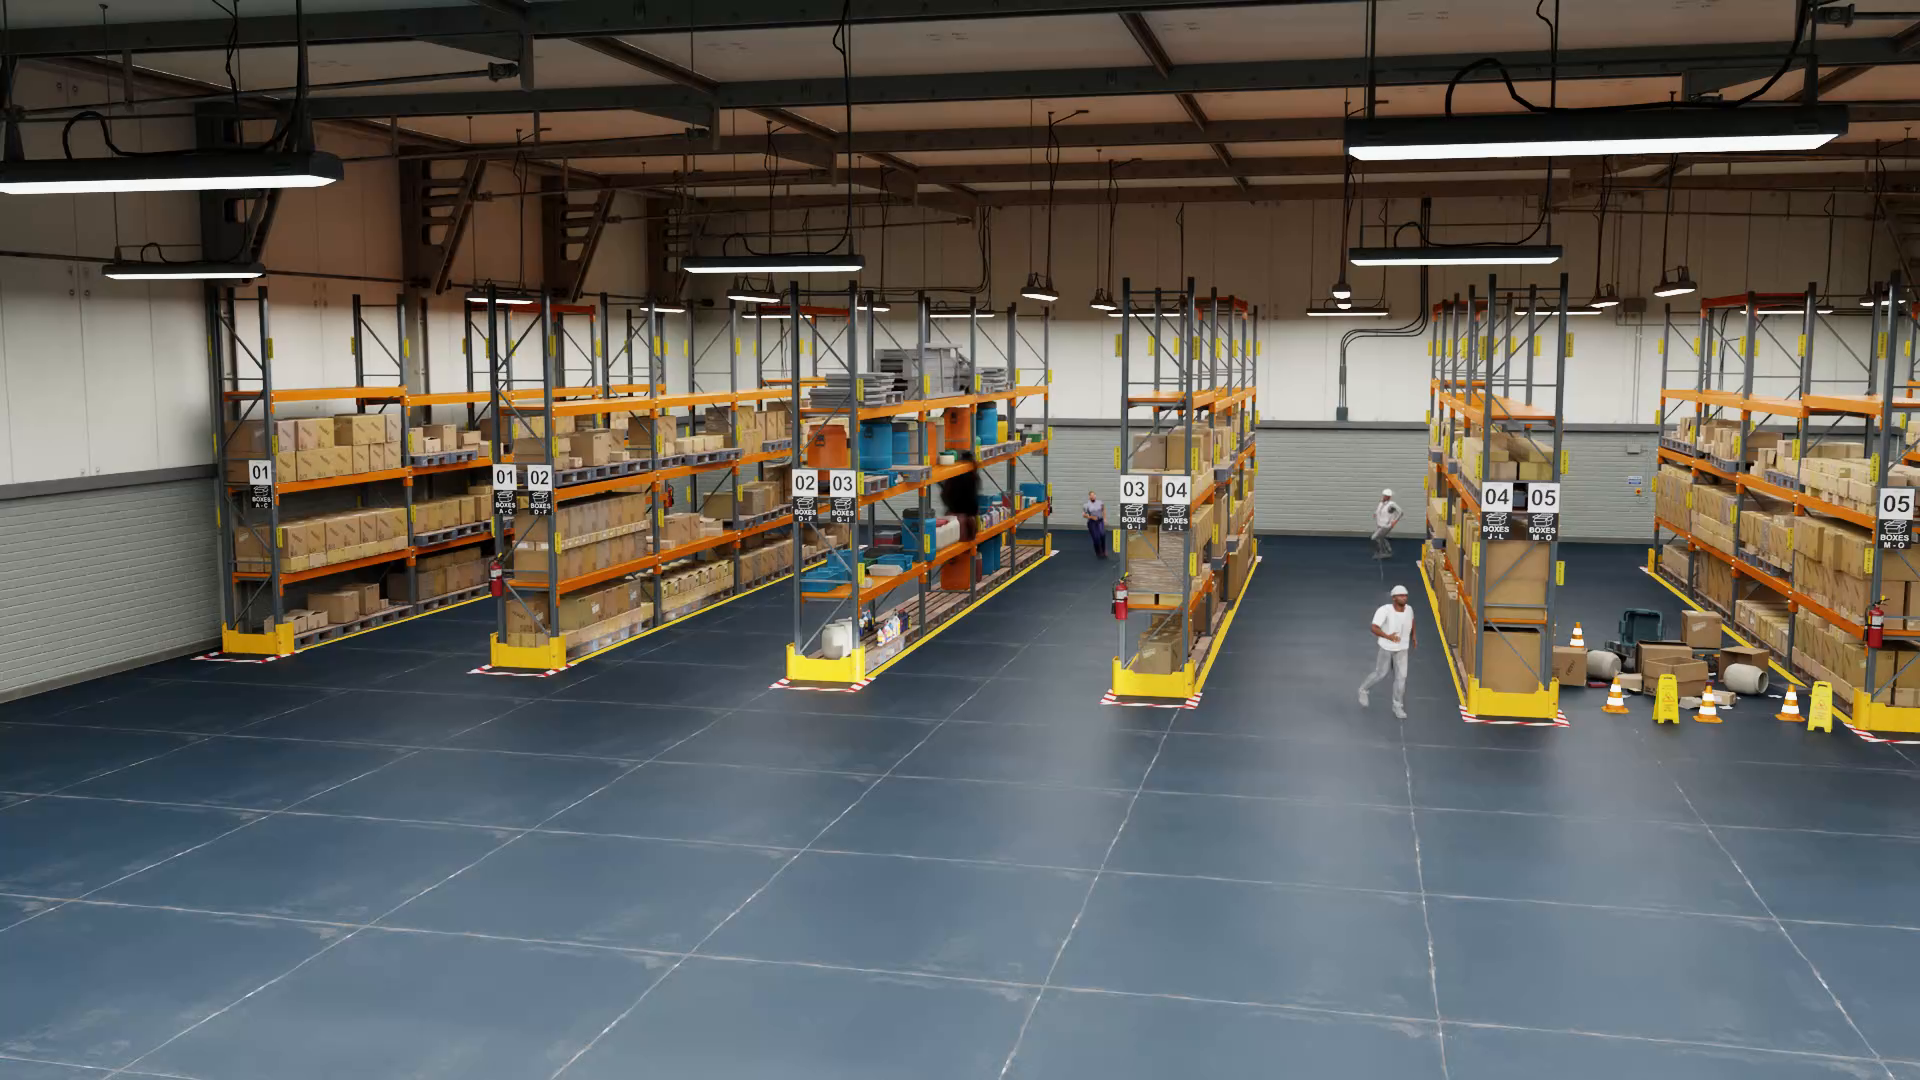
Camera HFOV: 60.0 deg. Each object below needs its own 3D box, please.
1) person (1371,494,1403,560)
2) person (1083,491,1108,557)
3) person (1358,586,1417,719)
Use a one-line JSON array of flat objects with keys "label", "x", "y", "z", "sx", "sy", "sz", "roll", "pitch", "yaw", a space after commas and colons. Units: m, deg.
[{"label": "person", "x": 10.092, "y": -0.330, "z": 39.460, "sx": 0.721, "sy": 1.681, "sz": 0.792, "roll": -2, "pitch": 7, "yaw": -16}, {"label": "person", "x": 3.240, "y": -0.376, "z": 39.867, "sx": 0.608, "sy": 1.589, "sz": 0.614, "roll": -1, "pitch": 7, "yaw": -5}, {"label": "person", "x": 5.987, "y": 1.498, "z": 22.896, "sx": 0.759, "sy": 1.773, "sz": 0.900, "roll": -2, "pitch": 7, "yaw": -16}]
